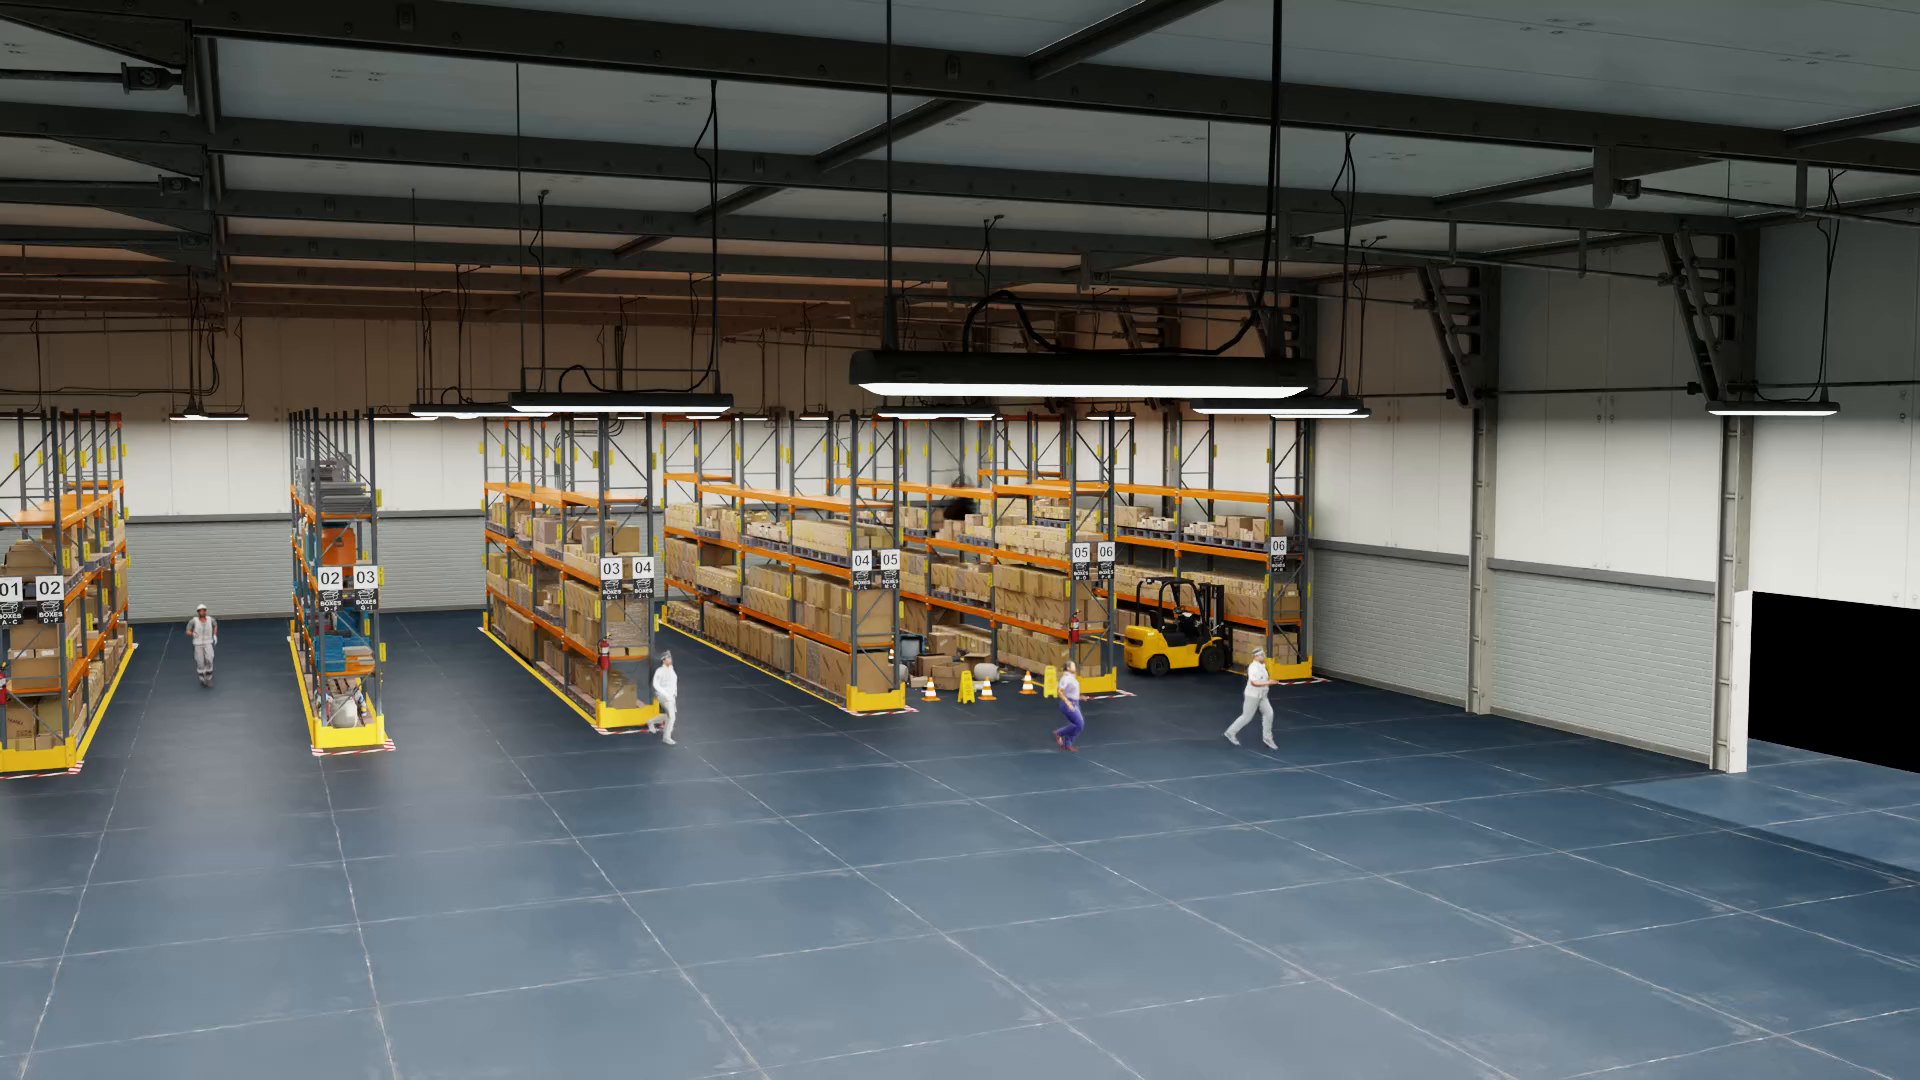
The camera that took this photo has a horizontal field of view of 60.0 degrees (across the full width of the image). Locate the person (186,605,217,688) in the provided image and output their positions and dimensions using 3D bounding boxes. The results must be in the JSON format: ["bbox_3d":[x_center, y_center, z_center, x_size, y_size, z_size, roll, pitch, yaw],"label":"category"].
[{"bbox_3d":[-16.471,2.310,36.161,0.635,1.825,0.749,-2,5,-27],"label":"person"}]

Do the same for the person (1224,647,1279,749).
[{"bbox_3d":[5.180,2.783,29.397,0.932,1.838,0.671,2,5,28],"label":"person"}]

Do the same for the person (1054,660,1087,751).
[{"bbox_3d":[1.931,2.897,29.048,0.549,1.606,0.603,1,4,13],"label":"person"}]

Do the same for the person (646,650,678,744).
[{"bbox_3d":[-5.363,2.812,29.887,0.619,1.680,0.643,1,4,18],"label":"person"}]
